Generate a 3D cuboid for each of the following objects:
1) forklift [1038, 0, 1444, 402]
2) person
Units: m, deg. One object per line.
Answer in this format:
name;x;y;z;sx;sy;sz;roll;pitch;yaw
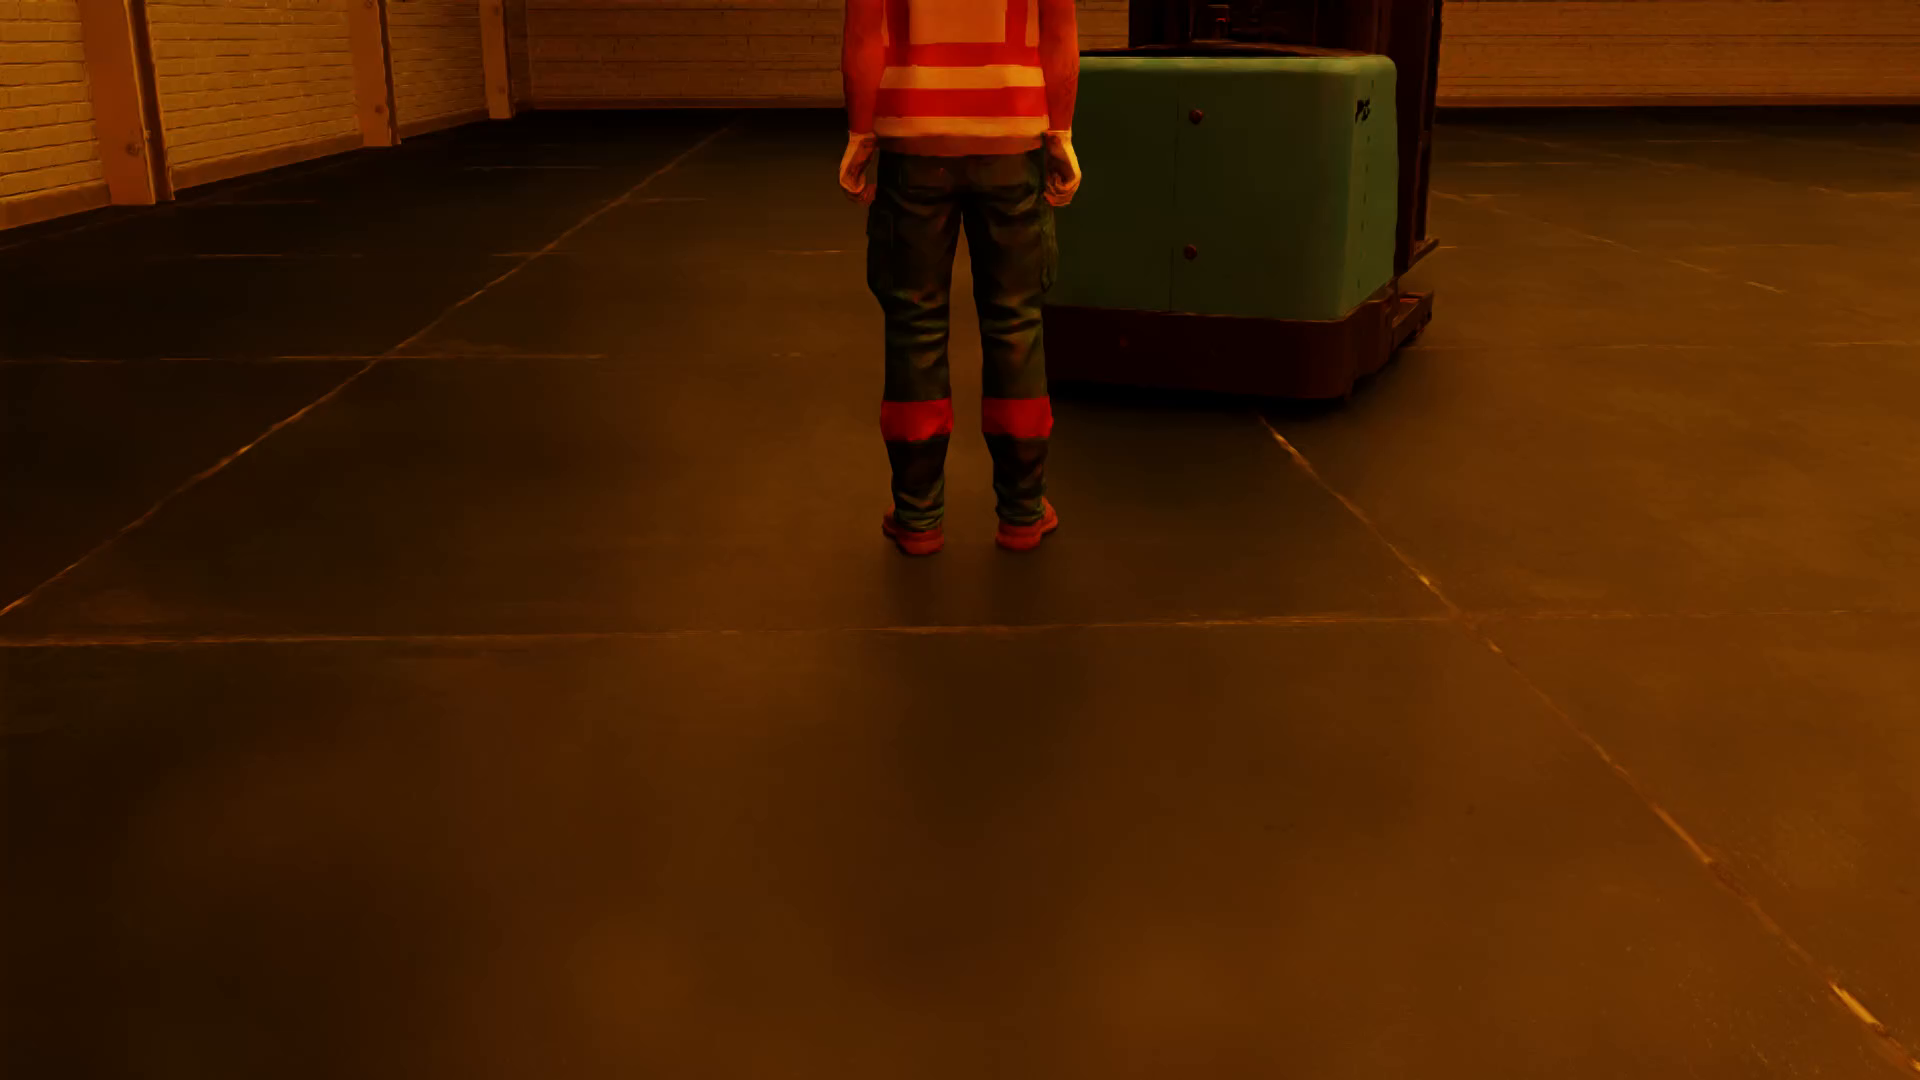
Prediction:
forklift;1.246;-2.219;6.162;1.130;2.935;3.031;7;18;22
person;-0.002;-0.863;3.676;0.540;1.795;0.349;-1;17;-3
